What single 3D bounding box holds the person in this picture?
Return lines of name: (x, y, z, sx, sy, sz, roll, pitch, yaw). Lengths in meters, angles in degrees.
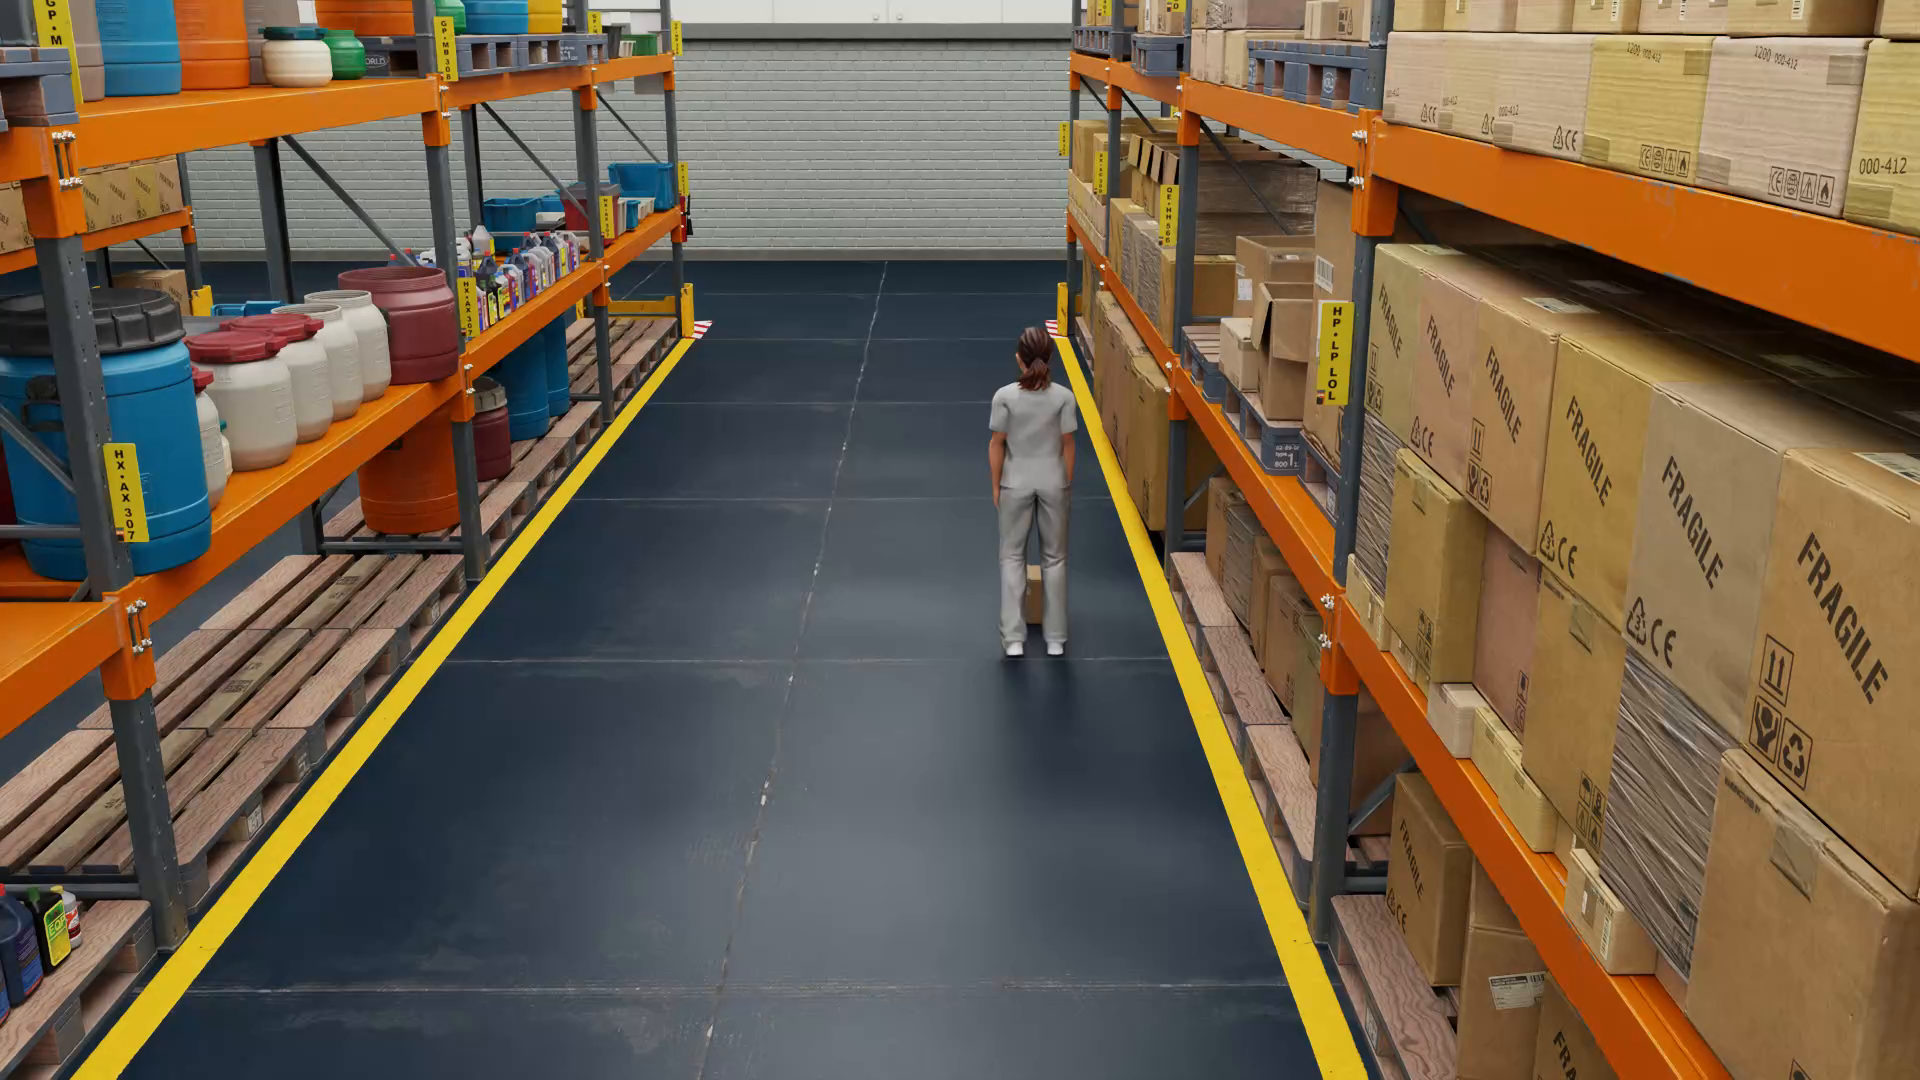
person: (0.362, -0.233, 8.328, 0.438, 1.681, 0.362, 0, 17, 0)
